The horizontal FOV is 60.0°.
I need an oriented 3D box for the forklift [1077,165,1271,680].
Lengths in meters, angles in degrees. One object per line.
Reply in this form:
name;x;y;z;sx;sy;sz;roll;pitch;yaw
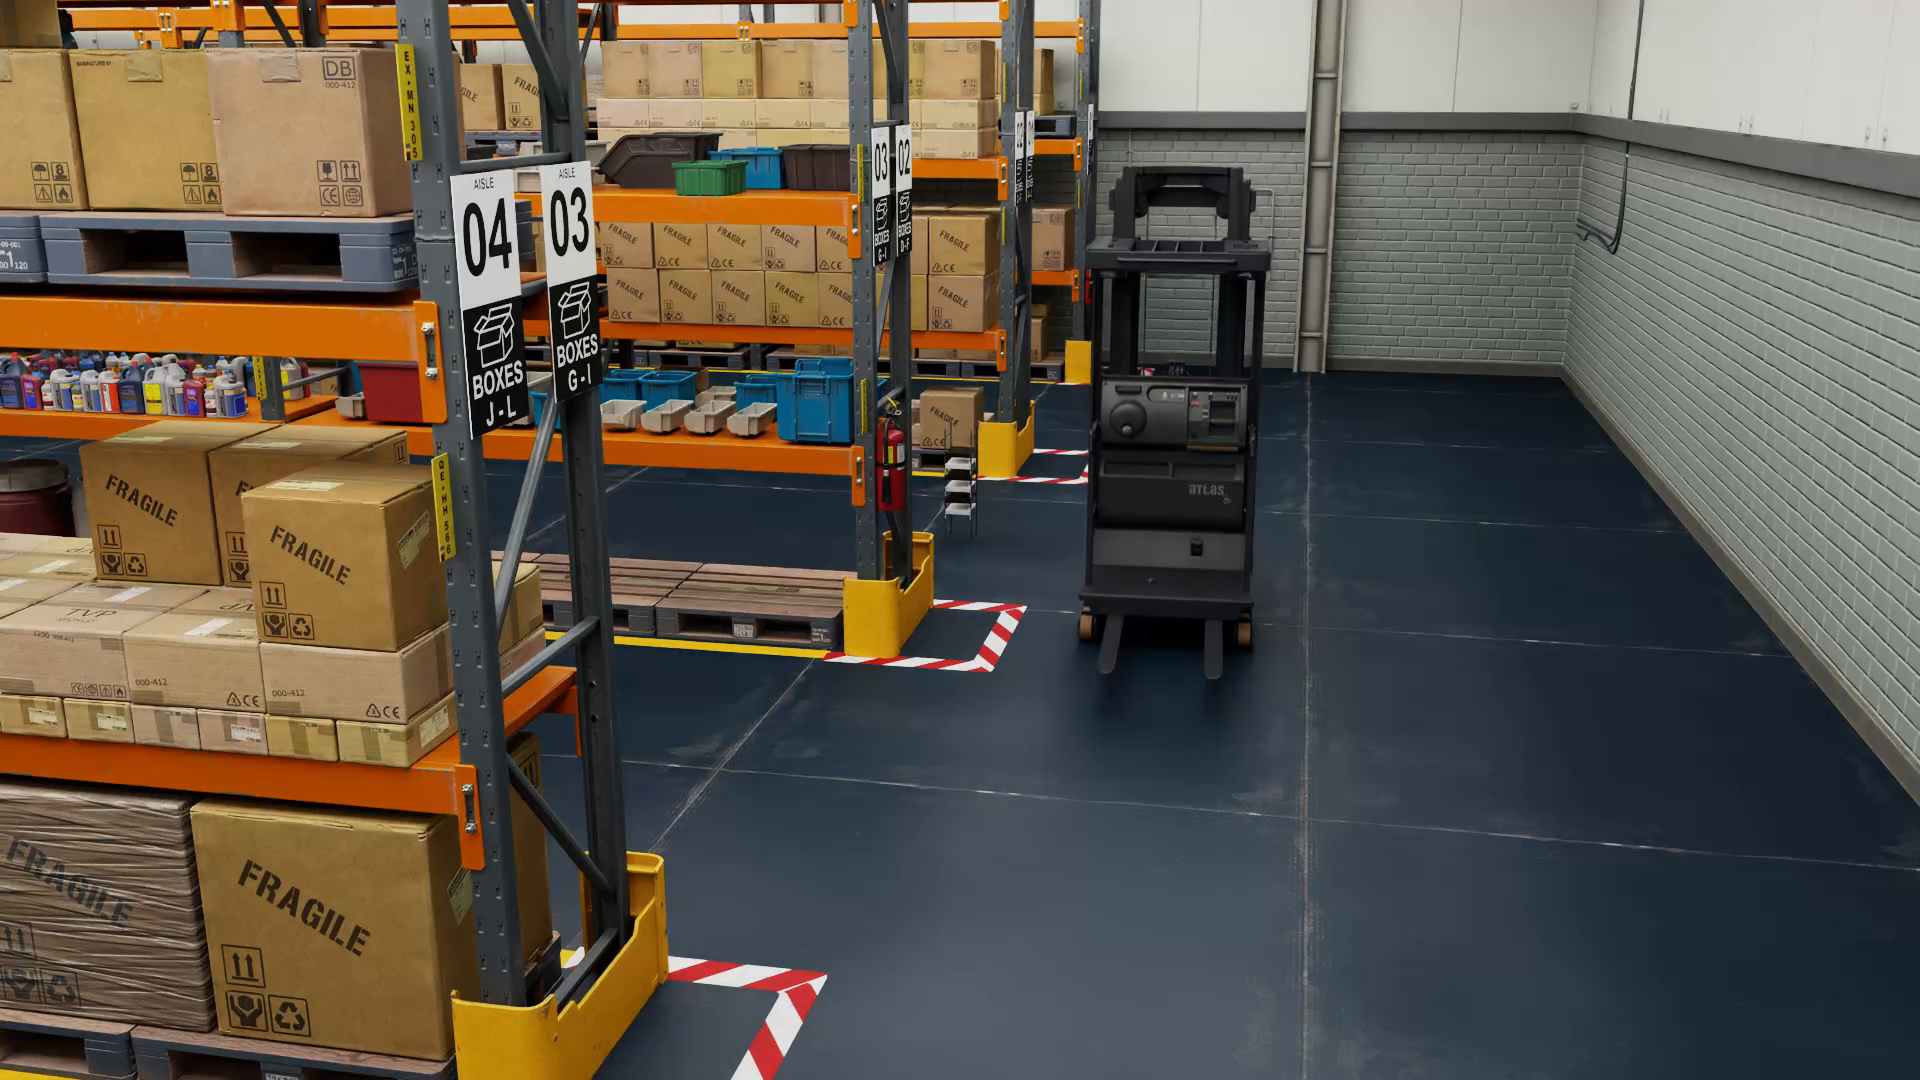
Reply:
forklift;1.348;-0.830;10.499;1.130;2.935;3.031;2;16;8

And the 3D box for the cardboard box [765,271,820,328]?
cardboard box;-1.472;-2.242;15.280;0.500;0.500;0.500;3;16;10

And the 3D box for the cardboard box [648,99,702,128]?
cardboard box;-2.490;-3.870;15.069;0.500;0.250;0.500;3;16;11

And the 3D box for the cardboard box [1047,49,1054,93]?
cardboard box;0.828;-5.543;19.668;0.500;0.500;0.500;2;16;9

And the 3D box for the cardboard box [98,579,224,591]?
cardboard box;-2.885;0.211;6.337;0.500;0.250;0.500;3;16;9

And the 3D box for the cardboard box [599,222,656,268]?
cardboard box;-3.002;-2.804;15.435;0.500;0.500;0.500;4;16;13

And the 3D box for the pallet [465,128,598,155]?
pallet;-4.033;-3.781;15.755;1.003;0.211;1.213;3;16;11

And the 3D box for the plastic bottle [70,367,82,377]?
plastic bottle;-6.054;-1.051;11.408;0.097;0.271;0.097;0;15;0

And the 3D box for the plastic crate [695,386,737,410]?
plastic crate;-1.618;-0.940;11.149;0.298;0.136;0.250;3;16;11

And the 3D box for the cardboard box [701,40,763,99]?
cardboard box;-1.971;-4.244;15.014;0.500;0.500;0.700;3;16;11

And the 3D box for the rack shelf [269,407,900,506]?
rack shelf;-2.439;-0.624;10.973;4.000;0.370;1.077;3;16;11

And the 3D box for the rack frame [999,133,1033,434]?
rack frame;0.512;-2.160;15.170;0.127;3.000;1.000;3;16;11

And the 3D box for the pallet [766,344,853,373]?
pallet;-1.695;-2.264;20.770;1.213;0.211;1.003;3;16;11

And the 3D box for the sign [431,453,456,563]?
sign;-1.587;-0.100;5.120;0.005;0.325;0.100;3;16;11

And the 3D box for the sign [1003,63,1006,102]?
sign;0.382;-3.888;14.131;0.005;0.325;0.100;3;16;11

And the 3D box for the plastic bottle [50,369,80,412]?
plastic bottle;-6.060;-1.019;11.286;0.135;0.276;0.152;3;16;11

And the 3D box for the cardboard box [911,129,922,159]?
cardboard box;-0.532;-3.521;14.746;0.500;0.250;0.500;3;16;11

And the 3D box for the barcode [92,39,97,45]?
barcode;-11.540;-6.642;22.173;0.075;0.075;0.001;3;16;11

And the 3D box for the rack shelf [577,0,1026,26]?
rack shelf;-1.448;-4.809;14.850;4.000;0.370;1.077;3;16;11

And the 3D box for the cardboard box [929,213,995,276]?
cardboard box;0.021;-2.642;14.849;0.500;0.500;0.500;3;16;11

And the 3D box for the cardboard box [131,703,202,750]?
cardboard box;-2.627;0.579;5.753;0.250;0.149;0.380;3;16;12

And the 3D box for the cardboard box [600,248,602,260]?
cardboard box;-4.306;-3.597;20.793;0.250;0.149;0.380;4;16;13

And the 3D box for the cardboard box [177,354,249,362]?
cardboard box;-7.782;-1.838;17.321;0.500;0.311;0.500;4;16;13

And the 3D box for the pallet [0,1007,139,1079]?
pallet;-3.457;1.688;6.504;1.213;0.211;1.003;3;16;11

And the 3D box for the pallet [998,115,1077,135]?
pallet;0.766;-4.896;19.593;1.213;0.211;1.003;3;16;11

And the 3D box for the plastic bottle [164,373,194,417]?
plastic bottle;-5.207;-0.973;11.118;0.135;0.276;0.152;3;16;11

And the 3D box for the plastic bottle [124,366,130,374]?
plastic bottle;-5.917;-1.134;11.838;0.097;0.201;0.097;0;15;0

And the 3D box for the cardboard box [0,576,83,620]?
cardboard box;-3.500;0.323;5.930;0.500;0.250;0.500;3;16;11

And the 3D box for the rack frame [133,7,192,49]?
rack frame;-10.264;-6.985;21.353;0.127;3.000;1.000;3;16;11

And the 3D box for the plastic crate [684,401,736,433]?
plastic crate;-1.595;-0.781;10.575;0.243;0.136;0.396;3;16;11

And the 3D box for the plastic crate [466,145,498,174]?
plastic crate;-3.236;-2.322;10.381;0.590;0.269;0.497;3;16;11

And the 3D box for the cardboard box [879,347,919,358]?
cardboard box;-0.718;-2.544;20.454;0.500;0.500;0.700;3;16;12

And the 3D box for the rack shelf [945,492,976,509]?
rack shelf;0.008;-0.314;12.903;0.200;0.077;0.258;3;16;11

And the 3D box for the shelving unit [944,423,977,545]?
shelving unit;0.008;-0.433;12.870;0.210;0.900;0.258;3;16;11

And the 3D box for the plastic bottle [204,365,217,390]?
plastic bottle;-5.338;-1.144;11.874;0.097;0.201;0.097;0;15;0

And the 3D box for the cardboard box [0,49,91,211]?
cardboard box;-3.030;-1.403;5.657;0.500;0.500;0.700;2;16;7

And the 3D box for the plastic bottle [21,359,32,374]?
plastic bottle;-6.834;-1.225;12.167;0.097;0.201;0.097;0;15;0

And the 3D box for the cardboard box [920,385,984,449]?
cardboard box;-0.070;-1.132;15.317;0.500;0.500;0.500;3;16;11

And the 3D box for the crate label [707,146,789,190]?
crate label;-1.318;-2.372;10.595;0.502;0.251;0.408;3;16;11

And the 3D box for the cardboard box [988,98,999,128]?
cardboard box;0.060;-3.870;15.068;0.500;0.250;0.500;3;16;11

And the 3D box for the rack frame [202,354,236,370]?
rack frame;-7.328;-2.585;16.707;0.127;3.000;1.000;3;16;11

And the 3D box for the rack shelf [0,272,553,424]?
rack shelf;-3.426;-0.774;5.895;4.000;0.370;1.077;3;16;11

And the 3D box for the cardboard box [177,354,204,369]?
cardboard box;-7.890;-1.696;16.811;0.500;0.311;0.500;4;16;13

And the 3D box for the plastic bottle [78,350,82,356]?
plastic bottle;-6.405;-1.246;12.090;0.133;0.283;0.061;3;16;11

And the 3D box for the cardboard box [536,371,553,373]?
cardboard box;-3.948;-1.331;16.038;0.500;0.500;0.500;3;16;11

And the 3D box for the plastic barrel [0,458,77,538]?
plastic barrel;-6.729;-0.248;12.001;0.708;0.588;0.600;3;16;11

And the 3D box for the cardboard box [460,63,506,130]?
cardboard box;-4.546;-4.193;15.728;0.600;0.600;0.600;3;16;10

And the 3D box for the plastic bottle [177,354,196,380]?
plastic bottle;-5.543;-1.199;11.921;0.133;0.283;0.061;3;16;11

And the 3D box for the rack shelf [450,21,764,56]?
rack shelf;-4.384;-6.127;20.350;4.000;0.370;1.077;3;16;11

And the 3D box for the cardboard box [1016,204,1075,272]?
cardboard box;0.994;-3.625;19.898;0.700;0.700;0.980;4;16;14

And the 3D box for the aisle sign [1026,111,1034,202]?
aisle sign;0.637;-3.486;15.088;0.004;0.787;0.394;3;16;11

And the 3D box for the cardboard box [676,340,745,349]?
cardboard box;-3.087;-2.836;20.850;0.750;0.750;0.750;3;16;12
